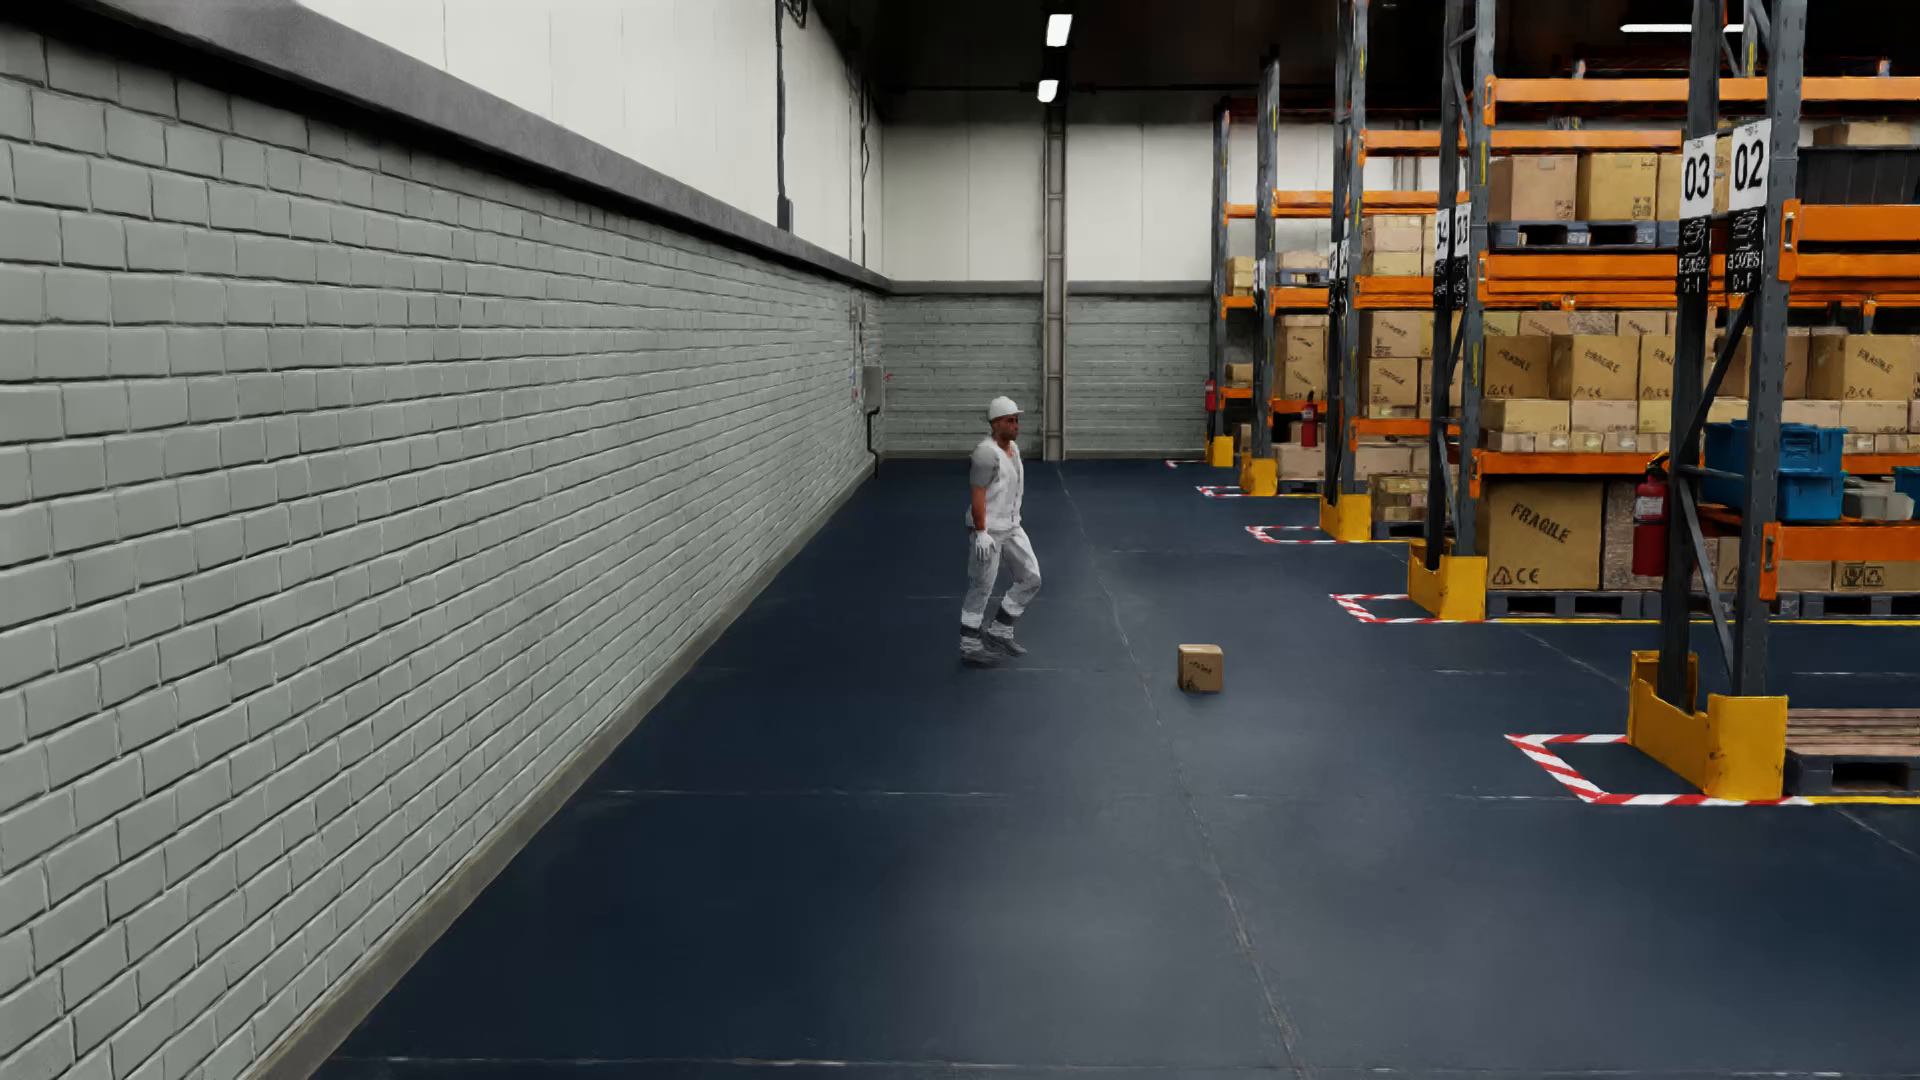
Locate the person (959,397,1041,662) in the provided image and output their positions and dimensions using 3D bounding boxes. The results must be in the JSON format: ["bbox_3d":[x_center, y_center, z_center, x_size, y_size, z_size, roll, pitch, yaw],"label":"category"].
[{"bbox_3d":[0.234,-0.064,11.015,0.521,1.768,0.580,5,8,32],"label":"person"}]
